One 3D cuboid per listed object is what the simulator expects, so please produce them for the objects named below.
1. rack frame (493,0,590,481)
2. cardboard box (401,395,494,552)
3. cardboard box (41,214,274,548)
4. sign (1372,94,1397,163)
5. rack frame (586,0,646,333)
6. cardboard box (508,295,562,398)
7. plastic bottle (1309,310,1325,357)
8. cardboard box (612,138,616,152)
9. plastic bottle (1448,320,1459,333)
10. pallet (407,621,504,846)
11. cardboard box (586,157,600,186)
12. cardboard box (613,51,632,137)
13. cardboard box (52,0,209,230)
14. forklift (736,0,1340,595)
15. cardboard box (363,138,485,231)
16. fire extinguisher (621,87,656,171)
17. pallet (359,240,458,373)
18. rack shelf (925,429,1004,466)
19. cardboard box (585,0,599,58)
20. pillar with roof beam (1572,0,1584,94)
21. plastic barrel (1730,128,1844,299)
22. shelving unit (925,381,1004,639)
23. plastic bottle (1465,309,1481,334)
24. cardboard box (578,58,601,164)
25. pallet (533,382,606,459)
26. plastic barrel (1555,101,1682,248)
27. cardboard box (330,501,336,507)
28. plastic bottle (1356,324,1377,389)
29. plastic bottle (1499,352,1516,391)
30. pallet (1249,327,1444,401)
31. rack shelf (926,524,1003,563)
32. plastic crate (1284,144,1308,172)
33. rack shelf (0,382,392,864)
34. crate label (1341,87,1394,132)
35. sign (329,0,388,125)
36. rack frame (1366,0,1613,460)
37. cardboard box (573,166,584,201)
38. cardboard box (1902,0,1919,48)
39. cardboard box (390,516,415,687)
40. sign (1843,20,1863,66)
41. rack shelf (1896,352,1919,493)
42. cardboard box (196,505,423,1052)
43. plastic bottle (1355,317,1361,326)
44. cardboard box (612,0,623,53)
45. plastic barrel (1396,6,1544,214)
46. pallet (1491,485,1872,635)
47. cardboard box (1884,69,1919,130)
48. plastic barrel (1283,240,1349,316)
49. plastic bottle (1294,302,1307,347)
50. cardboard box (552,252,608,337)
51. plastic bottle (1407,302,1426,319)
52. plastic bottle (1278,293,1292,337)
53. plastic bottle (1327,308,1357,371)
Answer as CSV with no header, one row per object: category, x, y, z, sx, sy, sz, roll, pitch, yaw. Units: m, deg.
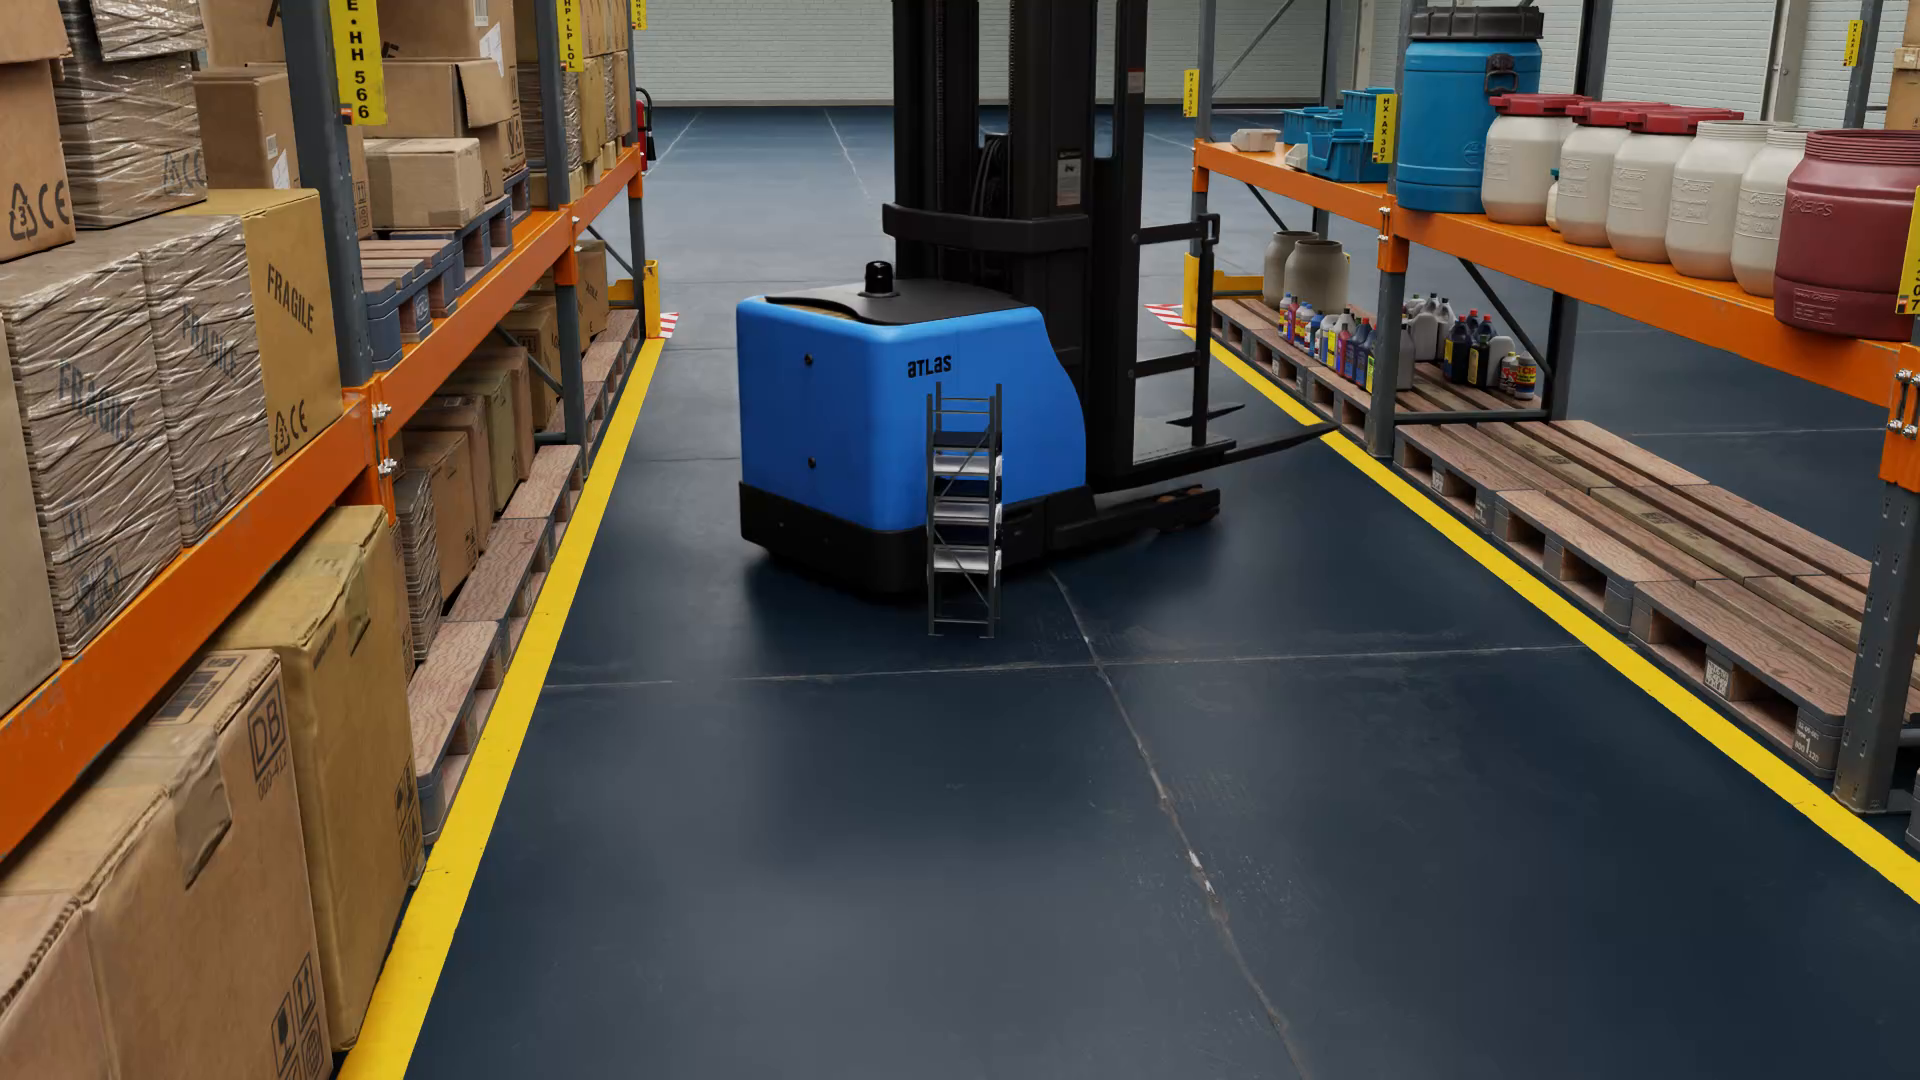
rack frame,-2.320,-1.722,7.655,1.000,3.000,0.127,-2,18,-6
cardboard box,-2.190,-0.247,6.393,0.700,0.500,0.500,-3,18,-10
cardboard box,-1.565,-0.290,2.926,0.500,0.500,0.500,-2,18,-6
sign,2.058,-1.994,8.057,0.100,0.325,0.005,-2,18,-6
rack frame,-2.733,-2.914,11.451,1.000,3.000,0.127,-2,18,-6
cardboard box,-2.388,-1.021,8.893,0.500,0.500,0.500,4,18,12
plastic bottle,2.137,-1.233,9.917,0.097,0.271,0.097,0,17,0
cardboard box,-2.385,-2.493,10.530,0.380,0.149,0.250,-2,18,-6
plastic bottle,2.864,-1.136,9.607,0.097,0.271,0.097,0,17,0
pallet,-1.987,0.567,5.018,1.003,0.211,1.213,-2,18,-6
cardboard box,-2.129,-1.974,8.877,0.380,0.149,0.250,-2,18,-6
cardboard box,-2.532,-2.794,10.404,0.875,0.500,0.500,-2,18,-6
cardboard box,-1.848,-0.838,2.998,0.797,0.503,0.637,-1,17,-4
forklift,0.525,-1.532,7.164,3.031,2.935,1.130,-15,23,-39
cardboard box,-1.852,-1.166,5.432,0.500,0.250,0.500,-2,18,-7
fire extinguisher,-2.286,-2.925,11.617,0.296,0.674,0.183,-2,18,-6
pallet,-2.087,-0.648,4.554,1.213,0.211,1.003,-2,18,-6
rack shelf,0.017,-0.332,5.942,0.258,0.077,0.200,2,18,7
cardboard box,-2.218,-2.829,8.847,0.500,0.500,0.500,-2,18,-6
pillar with roof beam,6.842,-11.283,28.094,9.100,9.000,0.400,-2,18,-6
plastic barrel,2.700,-1.037,5.285,0.421,0.512,0.421,0,17,0
shelving unit,0.017,-0.106,6.013,0.258,0.900,0.210,2,18,7
plastic bottle,2.916,-1.131,9.459,0.144,0.351,0.185,-3,18,-8
cardboard box,-2.322,-2.198,8.507,0.875,0.500,0.500,-2,18,-6
pallet,-2.425,-0.591,8.707,1.003,0.211,1.213,-2,18,-6
plastic barrel,2.563,-1.430,6.496,0.433,0.535,0.433,0,17,0
cardboard box,-2.007,-0.104,4.688,0.500,0.250,0.500,-1,17,-3
plastic bottle,2.253,-1.004,9.056,0.144,0.351,0.185,-2,18,-7
plastic bottle,2.989,-0.919,9.034,0.097,0.201,0.097,0,17,0
pallet,2.450,-1.111,10.362,1.003,0.211,1.213,-2,18,-6
rack shelf,0.018,0.012,6.050,0.258,0.077,0.200,2,18,7
plastic crate,2.187,-2.225,9.698,0.530,0.136,0.437,-2,18,-6
rack shelf,-1.701,0.409,2.069,1.077,0.370,4.000,-2,18,-6
crate label,2.653,-2.544,10.213,0.502,0.435,0.616,-2,18,-6
sign,-1.356,-1.101,3.743,0.100,0.325,0.005,-2,18,-6
rack frame,2.606,-1.875,8.142,1.000,3.000,0.127,-2,18,-6
cardboard box,-2.056,-1.751,8.165,0.380,0.149,0.250,-2,18,-6
cardboard box,7.162,-3.730,11.718,0.700,0.500,0.500,-2,18,-5
cardboard box,-1.997,0.253,4.801,0.700,0.500,0.500,-3,18,-9
sign,6.568,-3.654,12.232,0.100,0.325,0.005,-2,18,-6
rack shelf,3.225,0.256,2.556,1.077,0.370,4.000,-2,18,-6
cardboard box,-1.857,0.489,3.457,1.225,0.875,0.875,-3,18,-8
plastic bottle,2.299,-1.136,9.589,0.061,0.283,0.133,-2,18,-6
cardboard box,-2.373,-3.276,10.270,0.500,0.500,0.500,-2,18,-6
plastic barrel,2.345,-1.990,7.671,0.600,0.901,0.708,-2,18,-6
pallet,2.855,0.052,6.658,1.003,0.211,1.213,-2,18,-6
cardboard box,7.157,-3.127,11.963,0.700,0.500,0.500,-2,18,-6
plastic barrel,2.389,-1.737,11.155,0.421,0.512,0.421,0,17,0
plastic bottle,2.106,-1.323,10.205,0.097,0.271,0.097,0,17,0
cardboard box,-2.589,-1.558,10.604,0.500,0.500,0.500,3,18,9
plastic bottle,2.832,-1.326,10.207,0.152,0.276,0.135,-2,18,-7
plastic bottle,2.071,-1.425,10.530,0.097,0.271,0.097,0,17,0
plastic bottle,2.200,-1.158,9.545,0.144,0.351,0.185,-2,18,-6
